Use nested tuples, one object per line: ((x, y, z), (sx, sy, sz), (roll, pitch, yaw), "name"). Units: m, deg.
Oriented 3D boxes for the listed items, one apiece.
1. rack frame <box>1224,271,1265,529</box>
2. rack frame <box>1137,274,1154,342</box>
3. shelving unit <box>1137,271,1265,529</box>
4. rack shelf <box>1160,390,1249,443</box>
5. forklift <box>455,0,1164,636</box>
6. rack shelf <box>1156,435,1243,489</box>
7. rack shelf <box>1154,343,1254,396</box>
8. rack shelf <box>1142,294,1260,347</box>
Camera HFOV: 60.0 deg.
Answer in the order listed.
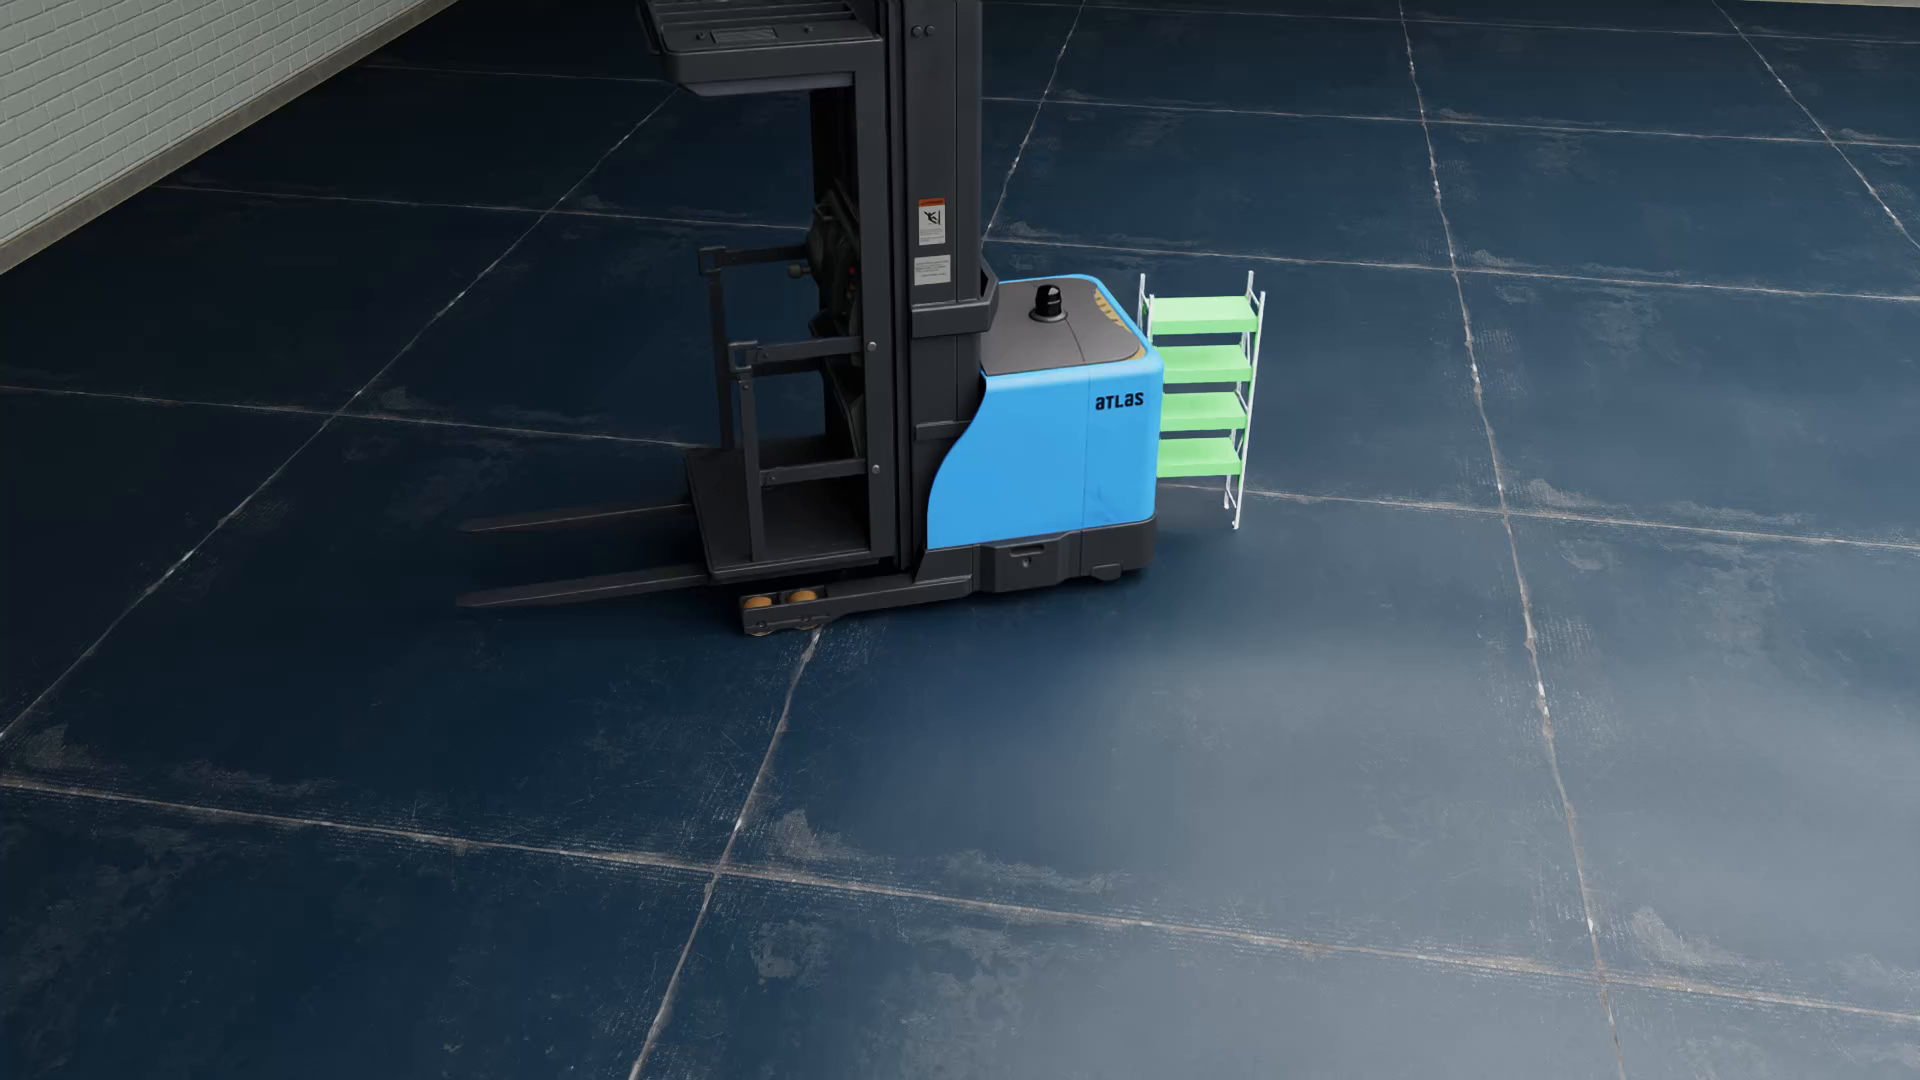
((1.297, -0.624, 7.616), (0.015, 1.200, 0.240), (-2, 32, -5), "rack frame")
((0.811, -0.606, 7.577), (0.015, 1.200, 0.240), (-2, 32, -5), "rack frame")
((1.054, -0.615, 7.597), (0.503, 1.200, 0.258), (-2, 32, -5), "shelving unit")
((1.054, -0.561, 7.630), (0.480, 0.148, 0.258), (-2, 32, -5), "rack shelf")
((-0.702, -1.143, 6.813), (3.031, 2.935, 1.130), (-8, 33, -12), "forklift")
((1.051, -0.357, 7.758), (0.480, 0.148, 0.258), (-2, 32, -5), "rack shelf")
((1.056, -0.764, 7.503), (0.480, 0.148, 0.258), (-2, 32, -5), "rack shelf")
((1.058, -0.968, 7.376), (0.480, 0.148, 0.258), (-2, 32, -5), "rack shelf")
